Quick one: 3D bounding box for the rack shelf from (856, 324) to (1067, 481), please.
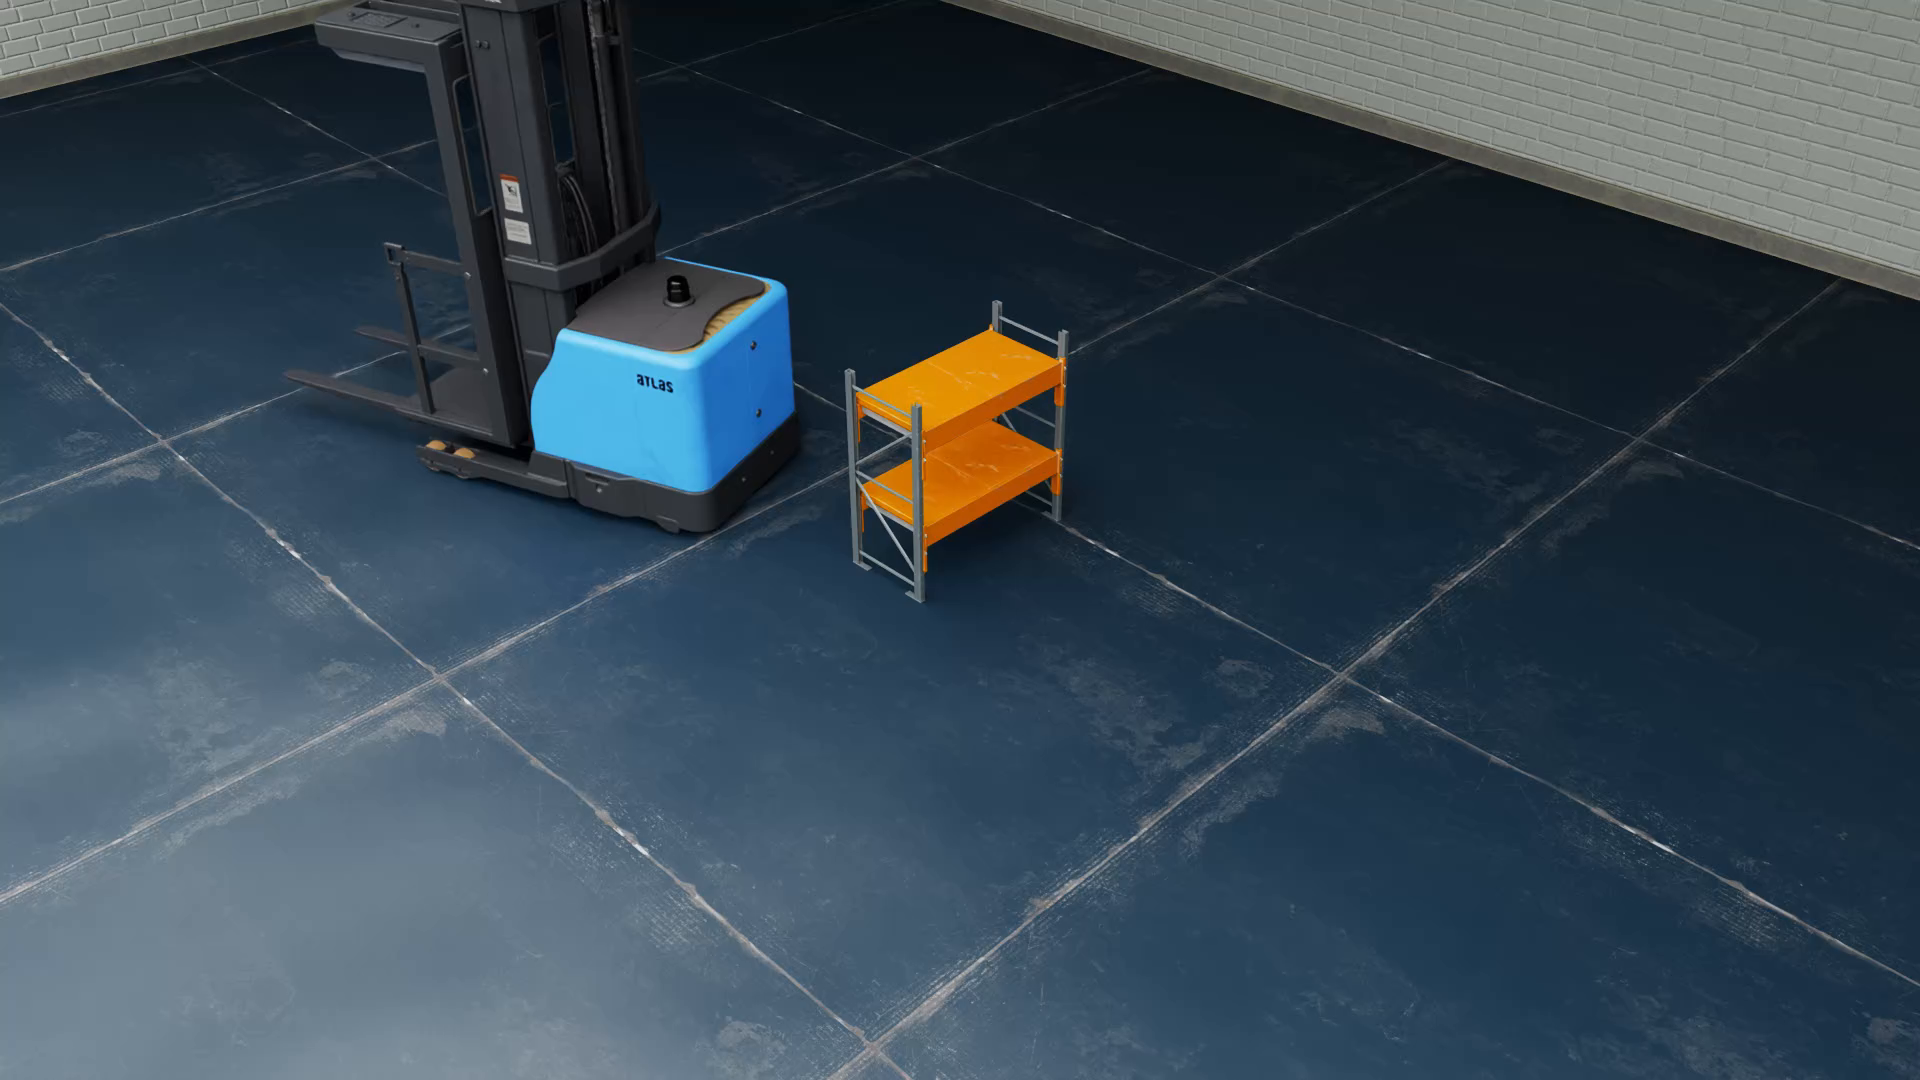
[{"bbox_3d":[-0.005,-0.699,8.248,0.538,0.278,1.000,30,45,35],"label":"rack shelf"}]

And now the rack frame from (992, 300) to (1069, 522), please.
[{"bbox_3d":[0.353,-0.665,8.711,0.500,1.125,0.032,30,45,35],"label":"rack frame"}]

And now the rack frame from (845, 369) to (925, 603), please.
[{"bbox_3d":[-0.363,-0.252,8.119,0.500,1.125,0.032,30,45,35],"label":"rack frame"}]

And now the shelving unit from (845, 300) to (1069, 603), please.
[{"bbox_3d":[-0.005,-0.459,8.415,0.538,1.125,1.048,30,45,35],"label":"shelving unit"}]

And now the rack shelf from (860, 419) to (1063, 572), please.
[{"bbox_3d":[-0.005,-0.258,8.555,0.538,0.278,1.000,30,45,35],"label":"rack shelf"}]

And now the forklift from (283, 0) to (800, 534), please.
[{"bbox_3d":[-2.460,-1.799,8.758,3.031,2.935,1.130,15,38,20],"label":"forklift"}]
